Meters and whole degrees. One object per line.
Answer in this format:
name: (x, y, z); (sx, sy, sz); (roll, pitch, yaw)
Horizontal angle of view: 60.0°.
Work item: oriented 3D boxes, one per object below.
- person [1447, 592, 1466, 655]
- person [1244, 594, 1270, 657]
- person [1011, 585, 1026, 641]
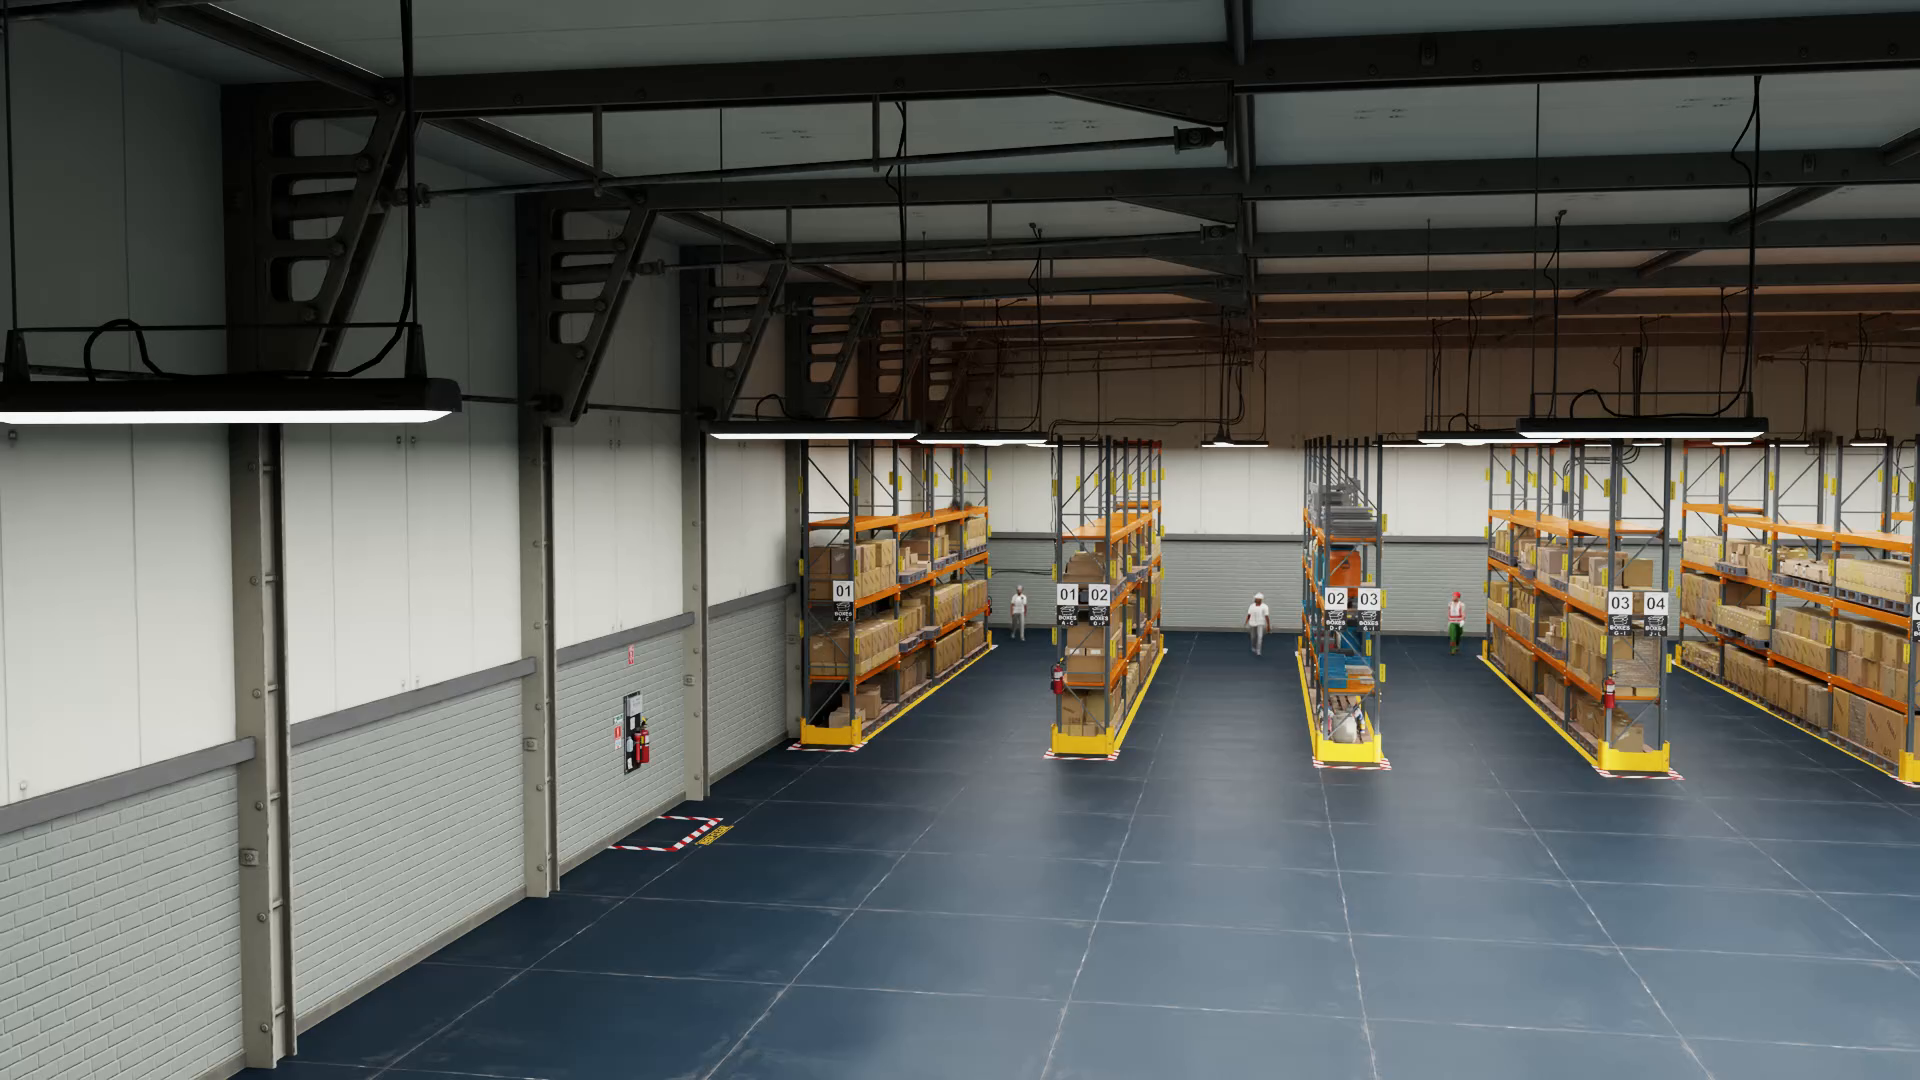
person: (13.909, 2.329, 46.600); (0.482, 1.756, 1.053); (0, 3, 7)
person: (8.282, 2.360, 46.362); (0.721, 1.730, 1.022); (1, 3, 15)
person: (1.753, 2.186, 49.929); (0.497, 1.642, 0.987); (0, 3, -8)
